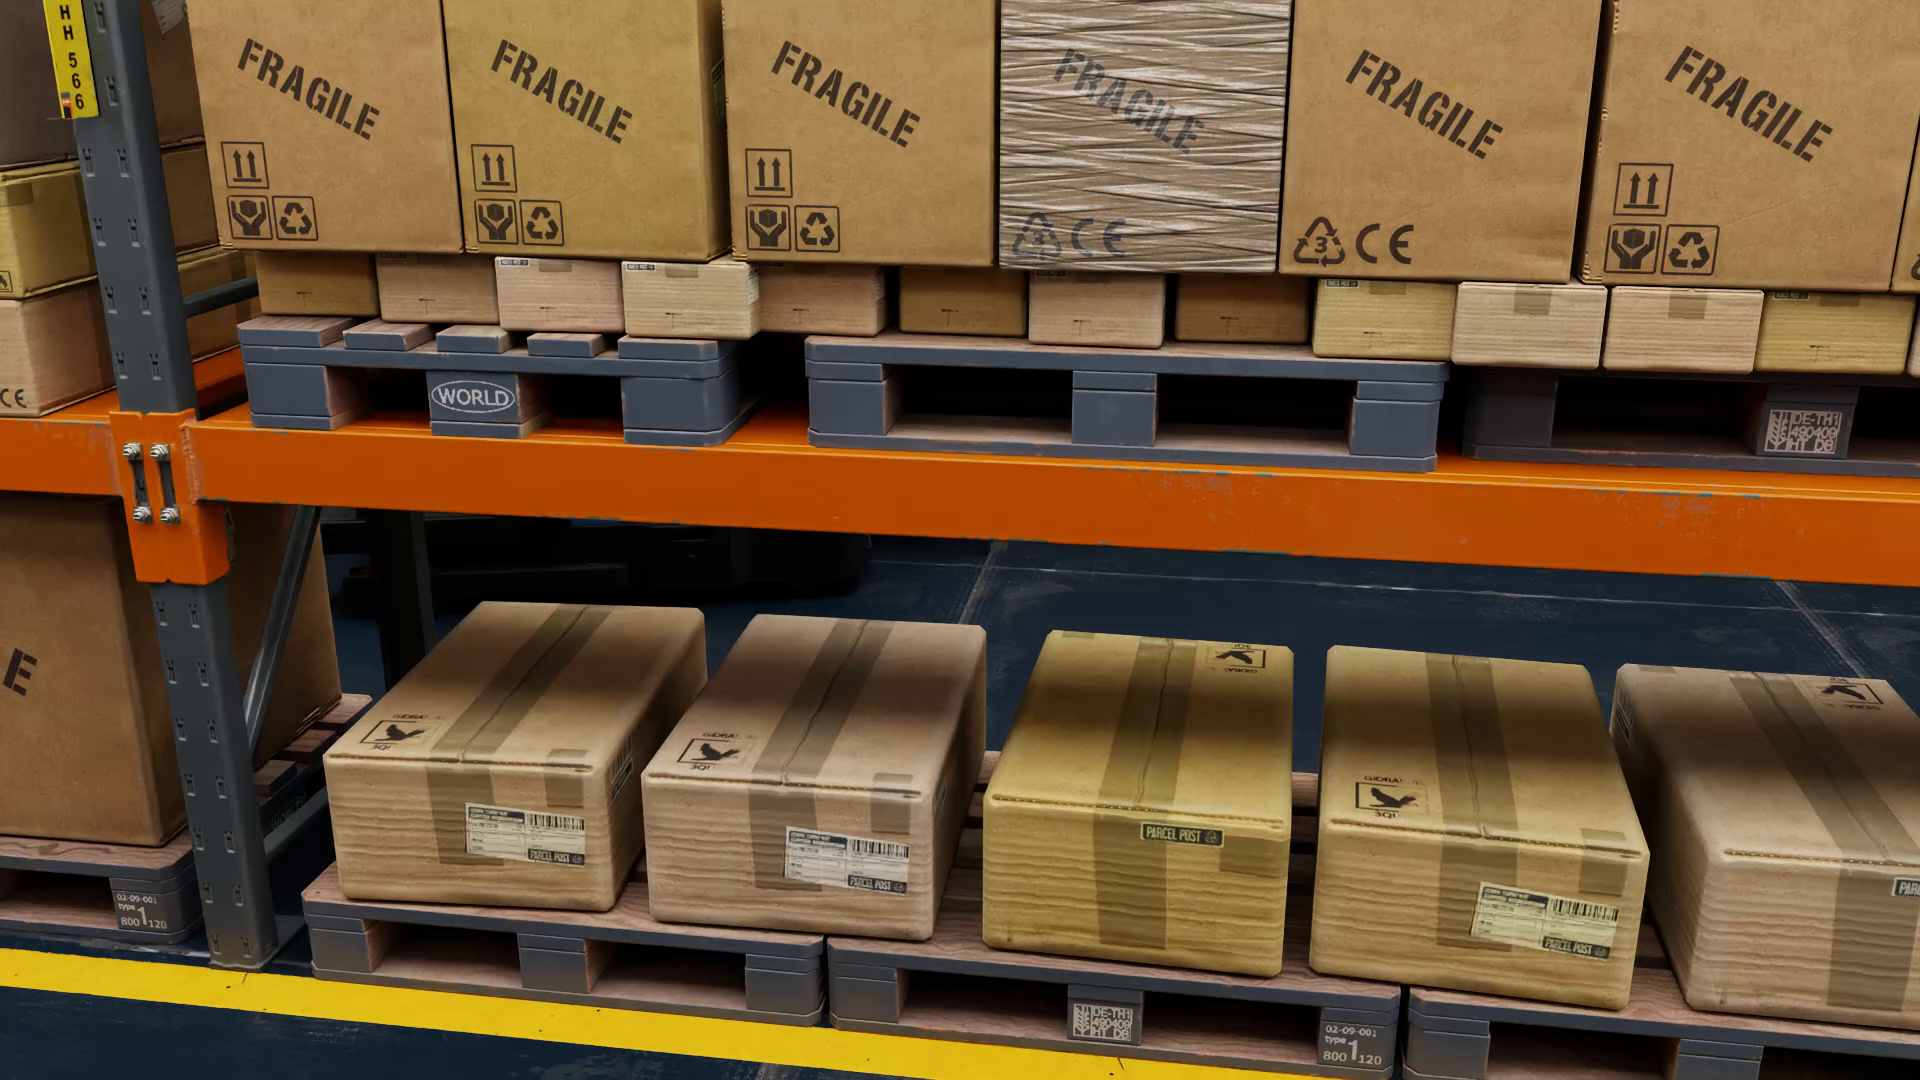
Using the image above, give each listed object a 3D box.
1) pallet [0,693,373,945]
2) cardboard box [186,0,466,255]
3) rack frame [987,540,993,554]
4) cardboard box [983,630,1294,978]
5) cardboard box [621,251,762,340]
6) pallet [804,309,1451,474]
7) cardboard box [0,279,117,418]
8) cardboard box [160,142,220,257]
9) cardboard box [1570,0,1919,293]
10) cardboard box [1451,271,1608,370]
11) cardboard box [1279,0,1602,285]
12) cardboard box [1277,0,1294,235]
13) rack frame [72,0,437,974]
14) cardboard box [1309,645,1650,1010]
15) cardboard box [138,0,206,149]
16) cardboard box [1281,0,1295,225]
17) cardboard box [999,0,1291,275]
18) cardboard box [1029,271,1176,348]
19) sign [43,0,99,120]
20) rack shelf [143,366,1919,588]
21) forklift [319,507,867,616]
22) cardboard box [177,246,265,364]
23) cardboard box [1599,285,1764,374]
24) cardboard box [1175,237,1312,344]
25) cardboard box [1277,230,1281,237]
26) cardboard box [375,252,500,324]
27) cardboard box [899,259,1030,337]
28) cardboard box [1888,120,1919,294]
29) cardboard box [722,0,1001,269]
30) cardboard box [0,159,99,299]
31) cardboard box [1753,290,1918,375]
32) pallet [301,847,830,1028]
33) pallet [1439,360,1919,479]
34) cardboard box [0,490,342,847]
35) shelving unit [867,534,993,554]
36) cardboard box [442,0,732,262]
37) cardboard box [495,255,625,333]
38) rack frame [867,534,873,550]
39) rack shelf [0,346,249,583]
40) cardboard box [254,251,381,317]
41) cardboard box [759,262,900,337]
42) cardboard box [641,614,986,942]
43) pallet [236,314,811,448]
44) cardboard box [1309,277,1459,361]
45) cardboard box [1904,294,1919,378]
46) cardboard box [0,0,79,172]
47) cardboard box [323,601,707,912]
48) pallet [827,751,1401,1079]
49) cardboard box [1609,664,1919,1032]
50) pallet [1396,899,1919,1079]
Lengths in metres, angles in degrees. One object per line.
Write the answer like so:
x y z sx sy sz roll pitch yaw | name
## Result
-2.358 0.674 4.455 1.213 0.211 1.003 3 19 9 | pallet
-1.184 -0.877 3.410 0.500 0.500 0.500 2 19 7 | cardboard box
0.135 -1.004 6.496 0.015 2.100 0.400 2 19 5 | rack frame
0.443 0.568 3.857 0.625 0.372 0.950 4 19 10 | cardboard box
-0.495 -0.517 3.355 0.250 0.149 0.380 3 19 9 | cardboard box
0.370 -0.407 3.595 1.213 0.211 1.003 3 19 9 | pallet
-2.132 -0.458 3.680 0.500 0.250 0.500 2 19 7 | cardboard box
-2.053 -0.854 4.076 0.500 0.250 0.500 3 19 8 | cardboard box
1.376 -0.747 3.020 0.500 0.500 0.500 3 19 9 | cardboard box
1.036 -0.435 3.111 0.250 0.149 0.380 3 19 9 | cardboard box
0.867 -0.775 3.104 0.500 0.500 0.500 4 19 11 | cardboard box
0.451 -0.961 3.661 0.500 0.500 0.500 2 19 6 | cardboard box
-1.591 -0.585 3.824 0.127 3.000 1.000 3 19 9 | rack frame
1.129 0.603 3.754 0.625 0.372 0.950 4 19 12 | cardboard box
-2.040 -1.208 3.952 0.500 0.500 0.500 2 19 7 | cardboard box
0.960 -0.939 3.593 0.500 0.500 0.500 3 19 8 | cardboard box
0.350 -0.801 3.182 0.500 0.500 0.500 2 19 7 | cardboard box
0.288 -0.494 3.285 0.250 0.149 0.380 4 19 10 | cardboard box
-1.676 -0.960 3.120 0.005 0.325 0.100 3 19 9 | sign
0.383 -0.143 3.637 4.000 0.370 1.077 3 19 9 | rack shelf
-1.899 -1.294 6.052 3.031 2.935 1.130 -2 19 -6 | forklift
-2.035 -0.617 4.157 0.500 0.250 0.500 3 19 8 | cardboard box
1.288 -0.424 3.076 0.250 0.149 0.380 3 19 8 | cardboard box
0.557 -0.504 3.317 0.250 0.149 0.380 2 19 7 | cardboard box
0.834 -0.635 3.708 0.250 0.149 0.380 3 19 9 | cardboard box
-1.026 -0.566 3.500 0.250 0.149 0.380 2 19 5 | cardboard box
0.040 -0.527 3.386 0.250 0.149 0.380 4 19 11 | cardboard box
1.865 -0.723 2.947 0.500 0.500 0.500 3 19 8 | cardboard box
-0.143 -0.829 3.264 0.500 0.500 0.500 3 19 10 | cardboard box
-2.110 -0.696 3.603 0.500 0.250 0.500 3 19 8 | cardboard box
1.549 -0.422 3.070 0.250 0.149 0.380 2 19 7 | cardboard box
-0.820 0.777 4.147 1.213 0.211 1.003 3 19 9 | pallet
1.626 -0.377 3.504 1.213 0.211 1.003 3 19 9 | pallet
-2.260 0.163 4.276 0.875 0.875 0.875 3 19 8 | cardboard box
-0.108 -1.012 6.517 0.503 2.100 0.431 2 19 5 | shelving unit
-0.668 -0.853 3.338 0.500 0.500 0.500 4 19 11 | cardboard box
-0.763 -0.537 3.416 0.250 0.149 0.380 2 19 5 | cardboard box
-0.351 -1.019 6.539 0.015 2.100 0.400 2 19 5 | rack frame
-3.566 -0.344 4.239 4.000 0.370 1.077 3 19 9 | rack shelf
-1.300 -0.590 3.574 0.250 0.149 0.380 2 19 5 | cardboard box
-0.245 -0.529 3.392 0.250 0.149 0.380 4 19 12 | cardboard box
-0.305 0.528 3.976 0.625 0.372 0.950 3 19 8 | cardboard box
-0.871 -0.491 3.847 1.003 0.211 1.213 3 19 9 | pallet
0.801 -0.459 3.181 0.250 0.149 0.380 3 19 9 | cardboard box
1.806 -0.403 3.014 0.250 0.149 0.380 3 19 9 | cardboard box
-2.143 -1.051 3.482 0.500 0.500 0.500 2 19 7 | cardboard box
-1.035 0.494 4.080 0.625 0.372 0.950 2 19 5 | cardboard box
0.381 0.839 3.962 1.213 0.211 1.003 3 19 9 | pallet
1.840 0.638 3.649 0.625 0.372 0.950 3 19 9 | cardboard box
1.589 0.900 3.780 1.213 0.211 1.003 3 19 9 | pallet
